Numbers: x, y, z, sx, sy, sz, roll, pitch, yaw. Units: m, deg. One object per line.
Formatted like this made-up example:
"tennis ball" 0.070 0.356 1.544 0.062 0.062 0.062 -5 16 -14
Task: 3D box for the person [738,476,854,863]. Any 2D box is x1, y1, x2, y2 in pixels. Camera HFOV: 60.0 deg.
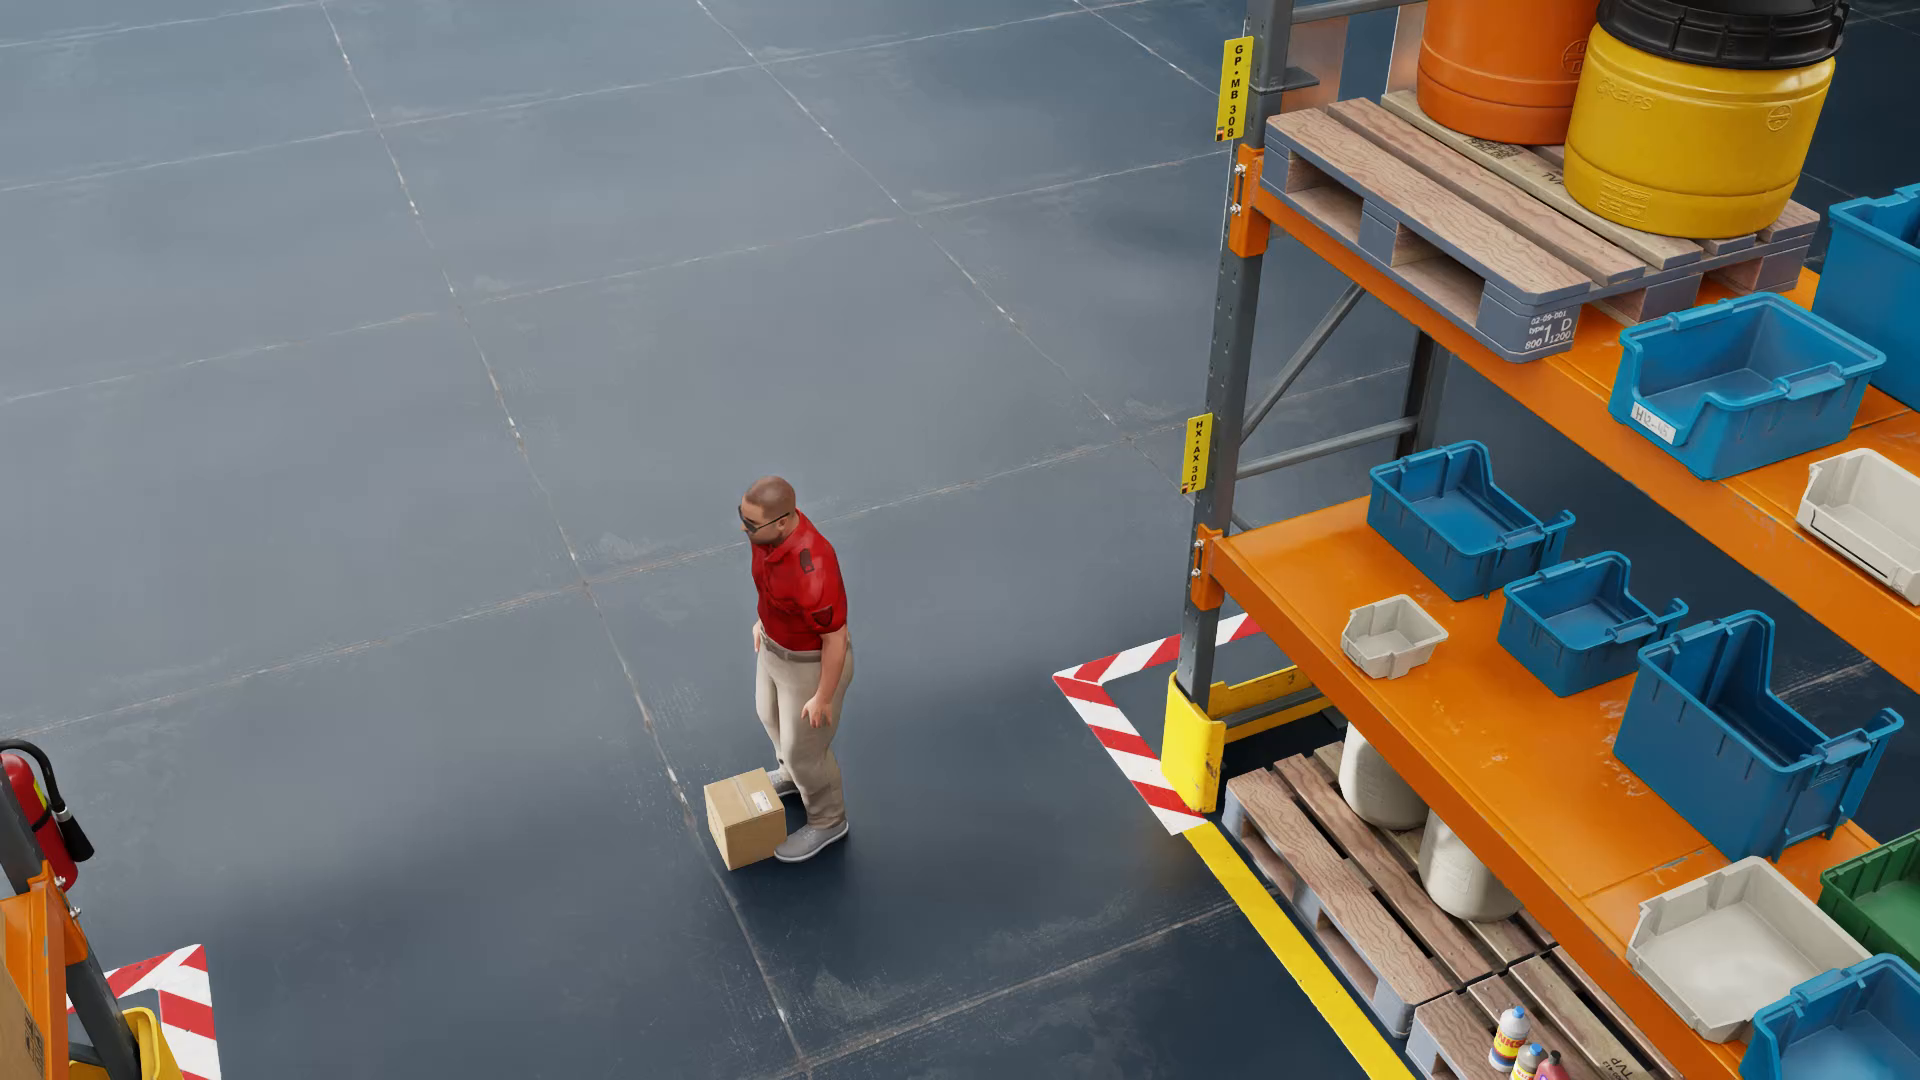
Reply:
"person" -0.624 0.453 6.268 0.400 1.725 0.593 -18 41 -22
